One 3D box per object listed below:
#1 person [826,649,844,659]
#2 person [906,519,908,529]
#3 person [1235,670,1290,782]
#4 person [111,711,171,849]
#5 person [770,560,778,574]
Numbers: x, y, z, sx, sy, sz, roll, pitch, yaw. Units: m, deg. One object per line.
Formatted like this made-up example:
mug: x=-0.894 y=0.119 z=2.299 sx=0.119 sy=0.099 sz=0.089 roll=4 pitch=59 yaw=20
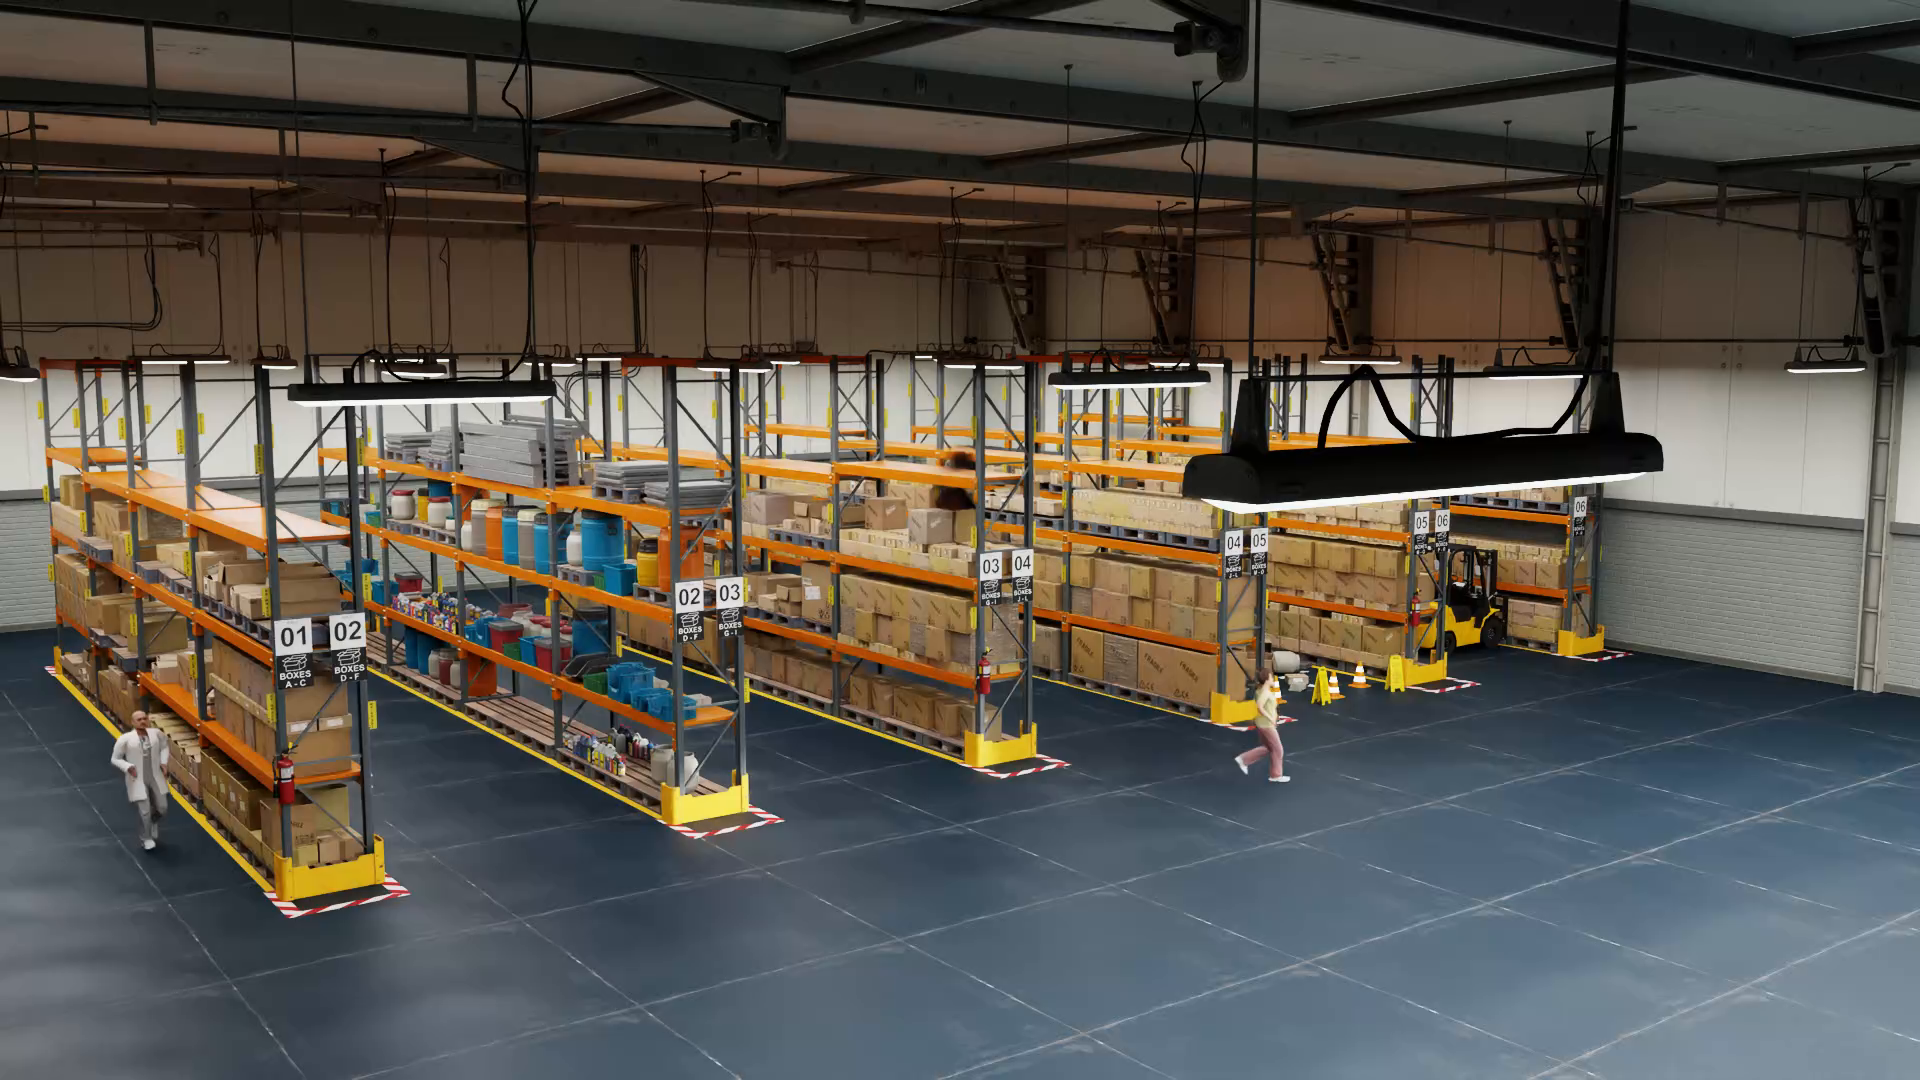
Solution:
person: x=-2.369 y=1.639 z=32.262 sx=0.633 sy=1.713 sz=0.670 roll=-5 pitch=9 yaw=-36
person: x=-1.378 y=0.153 z=44.877 sx=0.689 sy=1.646 sz=0.678 roll=-2 pitch=7 yaw=-17
person: x=4.358 y=2.667 z=23.808 sx=0.783 sy=1.637 sz=0.609 roll=0 pitch=7 yaw=-1
person: x=-10.166 y=2.985 z=20.739 sx=0.705 sy=1.727 sz=0.661 roll=-6 pitch=9 yaw=-43
person: x=-4.705 y=0.459 z=42.111 sx=0.587 sy=1.688 sz=0.797 roll=1 pitch=7 yaw=5
